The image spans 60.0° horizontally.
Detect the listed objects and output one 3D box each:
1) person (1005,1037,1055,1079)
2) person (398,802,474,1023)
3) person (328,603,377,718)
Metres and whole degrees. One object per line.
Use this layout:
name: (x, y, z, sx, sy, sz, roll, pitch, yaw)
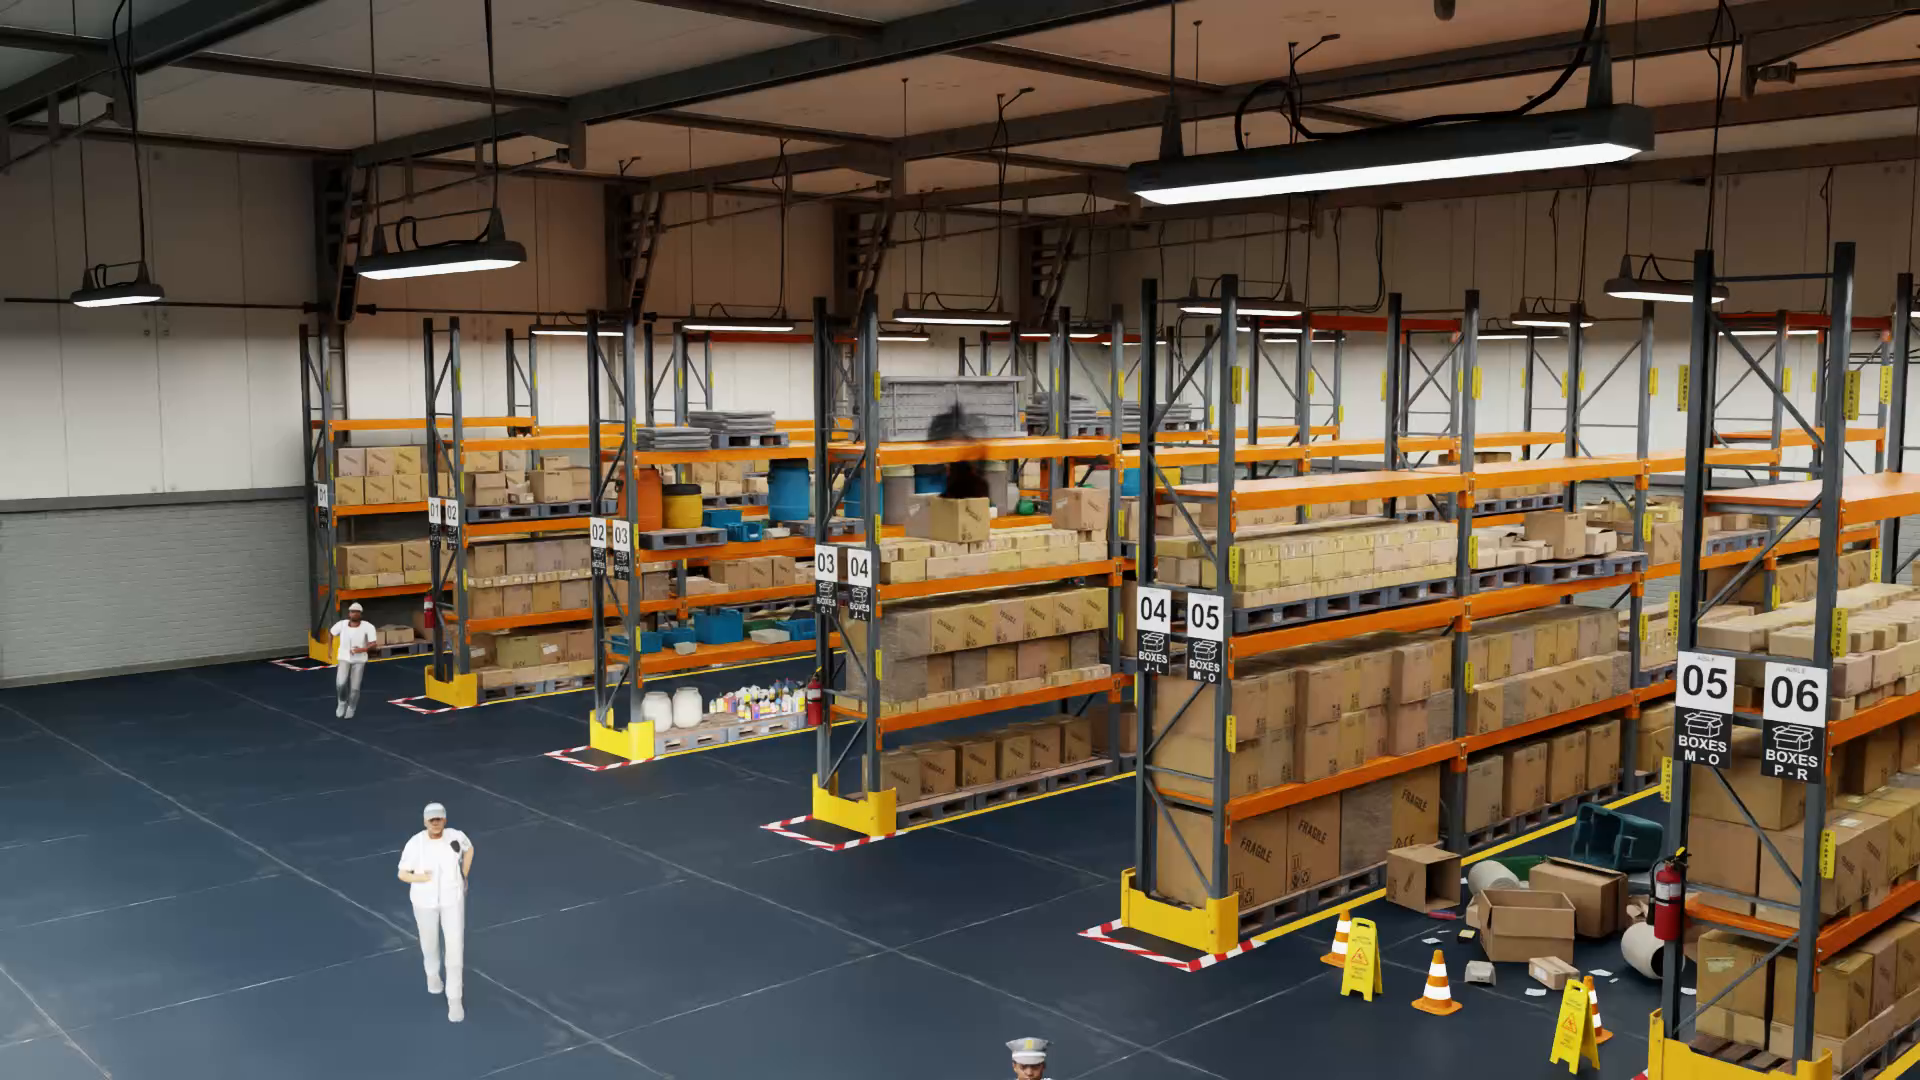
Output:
person: (0.380, 3.457, 8.756, 0.555, 1.718, 0.660, 0, 6, 4)
person: (-4.244, 2.967, 13.517, 0.598, 1.705, 0.838, -2, 6, -19)
person: (-9.068, 1.805, 24.824, 0.709, 1.726, 0.619, -2, 6, -16)
